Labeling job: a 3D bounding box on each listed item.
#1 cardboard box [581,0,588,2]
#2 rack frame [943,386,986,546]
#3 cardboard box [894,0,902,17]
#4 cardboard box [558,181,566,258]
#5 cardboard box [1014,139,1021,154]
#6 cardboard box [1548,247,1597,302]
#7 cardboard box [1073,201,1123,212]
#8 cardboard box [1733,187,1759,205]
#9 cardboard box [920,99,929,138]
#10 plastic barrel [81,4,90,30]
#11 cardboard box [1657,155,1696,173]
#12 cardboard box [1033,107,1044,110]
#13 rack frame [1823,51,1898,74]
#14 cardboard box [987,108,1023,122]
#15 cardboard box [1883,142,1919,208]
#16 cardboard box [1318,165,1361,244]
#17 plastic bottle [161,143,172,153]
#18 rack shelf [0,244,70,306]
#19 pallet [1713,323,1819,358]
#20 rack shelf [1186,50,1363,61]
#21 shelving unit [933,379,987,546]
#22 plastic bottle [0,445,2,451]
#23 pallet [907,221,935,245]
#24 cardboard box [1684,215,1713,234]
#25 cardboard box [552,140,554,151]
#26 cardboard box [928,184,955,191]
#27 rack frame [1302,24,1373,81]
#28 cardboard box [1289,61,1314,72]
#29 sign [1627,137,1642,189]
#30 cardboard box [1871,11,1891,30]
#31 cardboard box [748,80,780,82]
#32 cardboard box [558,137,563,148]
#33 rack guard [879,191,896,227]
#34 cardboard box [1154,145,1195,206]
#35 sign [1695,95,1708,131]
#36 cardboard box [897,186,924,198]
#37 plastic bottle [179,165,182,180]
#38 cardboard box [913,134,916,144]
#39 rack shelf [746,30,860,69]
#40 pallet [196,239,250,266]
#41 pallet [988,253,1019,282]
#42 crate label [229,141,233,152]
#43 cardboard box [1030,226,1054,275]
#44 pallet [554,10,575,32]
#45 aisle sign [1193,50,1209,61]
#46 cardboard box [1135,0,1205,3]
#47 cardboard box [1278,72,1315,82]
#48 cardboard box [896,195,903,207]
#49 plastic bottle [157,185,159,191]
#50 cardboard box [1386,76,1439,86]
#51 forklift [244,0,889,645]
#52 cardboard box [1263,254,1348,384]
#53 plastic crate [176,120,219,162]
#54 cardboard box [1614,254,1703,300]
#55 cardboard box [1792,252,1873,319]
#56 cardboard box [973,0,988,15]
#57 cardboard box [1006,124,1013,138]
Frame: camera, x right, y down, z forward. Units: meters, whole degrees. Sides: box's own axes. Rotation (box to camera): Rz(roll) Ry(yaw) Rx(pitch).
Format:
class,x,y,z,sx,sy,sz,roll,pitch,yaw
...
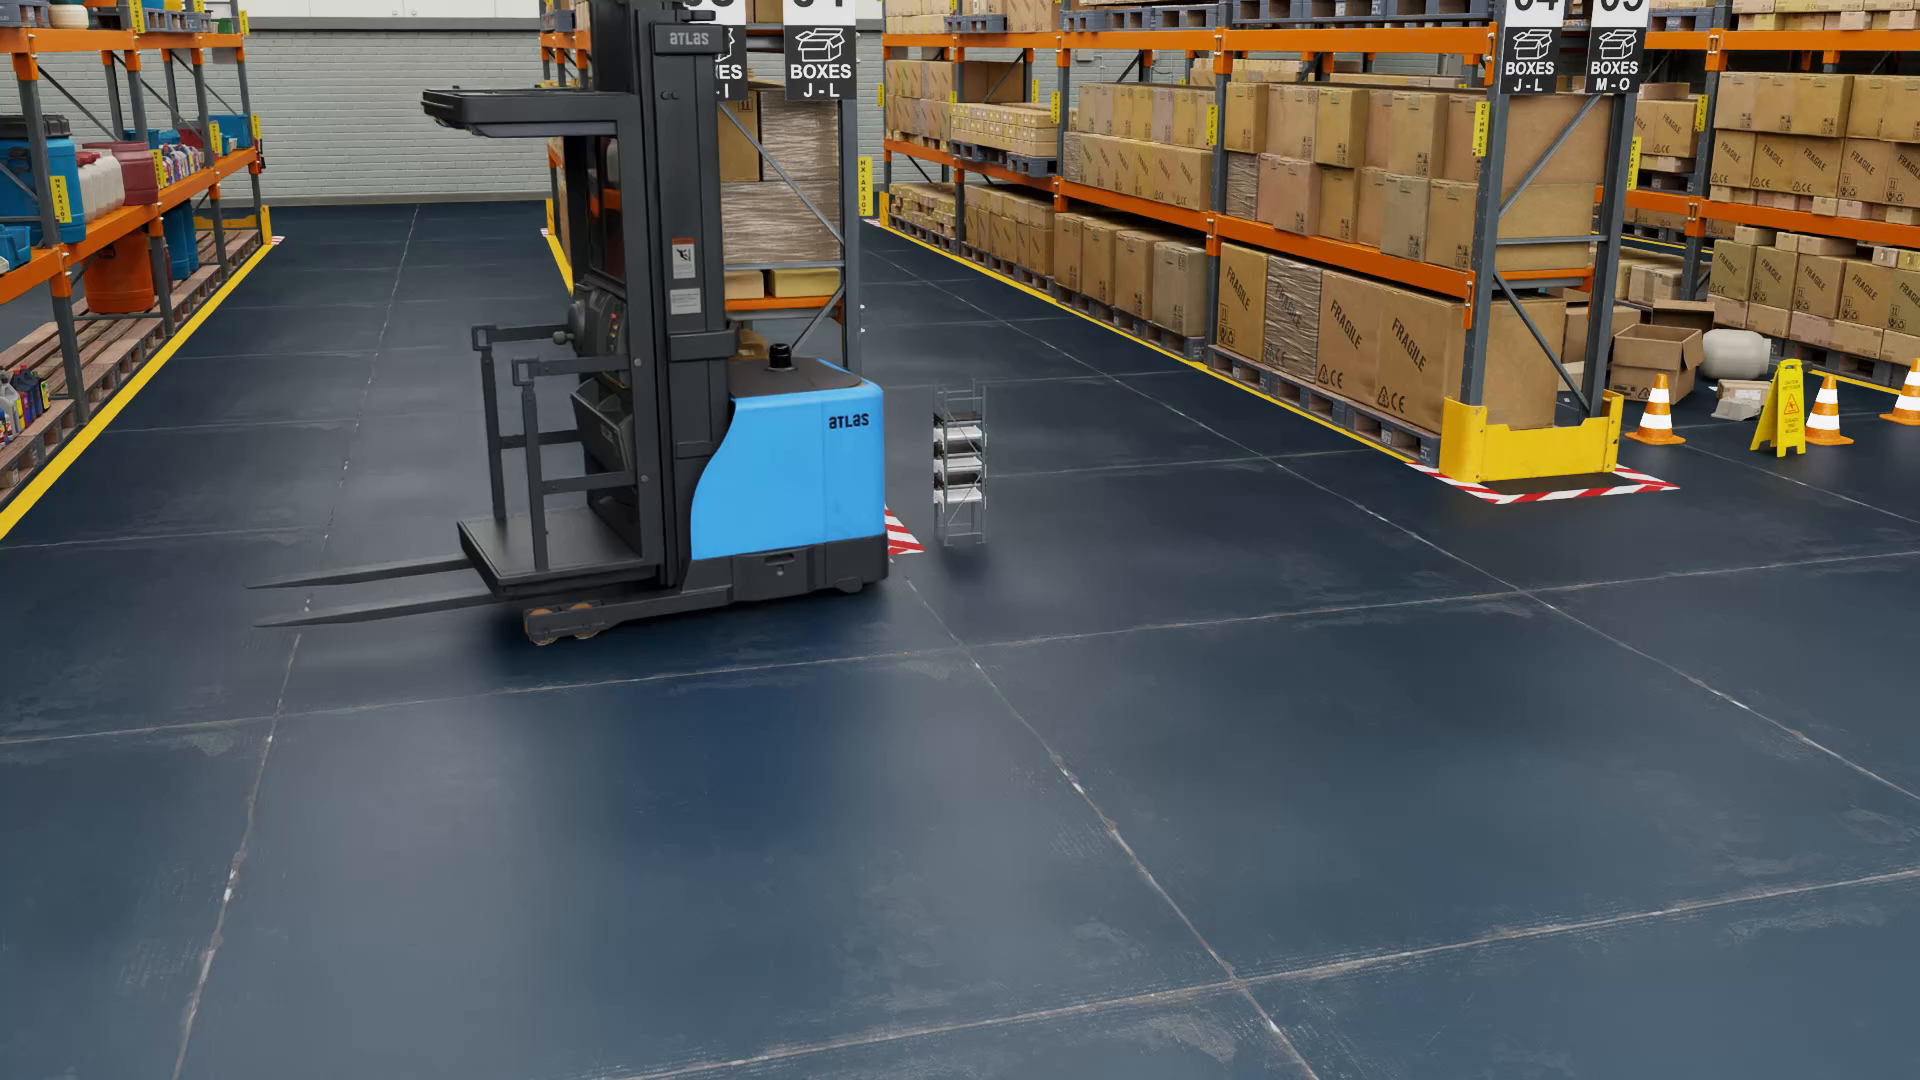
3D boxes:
class,x,y,z,sx,sy,sz,roll,pitch,yaw
cardboard box,-3.100,-5.042,14.765,0.500,0.500,0.500,-5,17,-17
rack frame,0.026,-0.405,9.236,0.240,0.900,0.006,-5,17,-15
cardboard box,-0.649,-7.642,23.857,0.500,0.250,0.500,-5,17,-16
cardboard box,-4.167,-3.862,20.057,1.225,0.875,0.875,-5,17,-15
cardboard box,0.819,-4.432,18.700,0.380,0.149,0.250,-4,17,-14
cardboard box,5.662,-2.441,15.392,0.500,0.500,0.500,-5,17,-15
cardboard box,1.578,-3.684,18.815,0.500,0.250,0.500,-6,18,-18
cardboard box,7.263,-3.126,15.080,0.380,0.149,0.250,-4,17,-14
cardboard box,-0.246,-5.801,22.859,0.500,0.500,0.500,-5,17,-16
plastic barrel,-7.908,-4.654,14.786,0.294,0.245,0.294,0,17,0
cardboard box,6.959,-3.626,16.014,0.380,0.149,0.250,-4,17,-14
cardboard box,1.091,-5.127,19.980,0.380,0.149,0.250,-6,18,-18
rack frame,11.038,-4.924,20.631,1.000,3.000,0.127,-5,17,-15
cardboard box,0.535,-5.006,19.577,0.380,0.149,0.250,-4,17,-14
cardboard box,7.783,-2.914,13.248,0.500,0.500,0.500,-5,17,-16
cardboard box,3.197,-2.528,12.393,0.875,0.550,0.500,-5,17,-15
plastic bottle,-8.644,-4.148,18.131,0.144,0.351,0.185,-5,17,-15
rack shelf,-6.376,-1.351,9.987,1.077,0.370,4.000,-5,17,-15
pallet,7.584,-1.906,15.430,1.003,0.211,1.213,-5,17,-15
rack shelf,4.617,-7.282,24.518,1.077,0.370,4.000,-5,17,-15
shelving unit,-0.002,-0.433,9.330,0.258,0.900,0.210,-5,17,-15
plastic bottle,-6.146,-0.695,10.531,0.097,0.271,0.097,0,17,0
pallet,-0.122,-4.403,23.744,1.003,0.211,1.213,-5,17,-15
cardboard box,10.280,-4.454,22.681,0.500,0.500,0.500,-5,18,-17
cardboard box,-5.257,-5.290,22.286,0.380,0.149,0.250,-5,17,-17
cardboard box,-0.261,-5.244,24.889,0.380,0.149,0.250,-4,17,-14
rack frame,5.167,-5.637,23.004,1.000,3.000,0.127,-5,17,-15
cardboard box,4.776,-6.535,22.953,0.380,0.149,0.250,-5,17,-16
sign,4.268,-2.393,10.563,0.100,0.325,0.005,-5,17,-15
cardboard box,7.639,-4.208,13.468,0.380,0.149,0.250,-5,17,-15
cardboard box,-1.500,-2.931,11.566,0.500,0.500,0.500,-5,17,-15
cardboard box,-4.735,-5.026,20.712,0.500,0.250,0.500,-5,17,-16
rack guard,-0.643,-5.106,25.582,1.175,0.500,0.348,-5,17,-15
cardboard box,2.094,-3.316,15.103,0.500,0.500,0.500,-5,17,-16
sign,6.833,-3.934,15.322,0.100,0.325,0.005,-5,17,-15
cardboard box,-0.709,-5.127,24.496,0.380,0.149,0.250,-5,17,-15
plastic bottle,-8.307,-3.912,17.605,0.097,0.201,0.097,0,17,0
cardboard box,-0.463,-5.734,23.765,0.380,0.149,0.250,-5,17,-16
rack shelf,-1.613,-3.180,10.860,1.077,0.370,4.000,-5,17,-15
pallet,-9.702,-3.665,21.286,1.003,0.211,1.213,-5,17,-15
pallet,0.989,-3.329,20.168,1.003,0.211,1.213,-5,17,-15
crate label,-9.659,-5.103,21.581,0.396,0.136,0.243,-5,17,-15
cardboard box,1.102,-3.277,18.762,0.500,0.500,0.500,-5,17,-16
pallet,-3.490,-5.267,16.887,1.213,0.211,1.003,-4,17,-13
aisle sign,3.769,-7.986,26.304,0.394,0.787,0.004,-5,17,-15
cardboard box,1.940,-5.115,15.304,0.500,0.311,0.500,-5,18,-17
cardboard box,4.772,-6.273,23.208,0.500,0.500,0.500,-5,17,-16
cardboard box,-0.746,-5.057,24.782,0.380,0.149,0.250,-5,17,-16
plastic bottle,-7.879,-3.539,16.224,0.061,0.283,0.133,-5,17,-15
cardboard box,5.593,-5.459,20.499,0.500,0.500,0.500,-5,17,-15
forklift,-1.926,-1.083,7.964,3.031,2.935,1.130,-8,18,-25
cardboard box,2.991,-1.760,13.060,0.875,0.875,0.875,-5,17,-15
plastic crate,-9.128,-4.788,19.963,0.402,0.464,0.583,-5,17,-15
cardboard box,7.018,-2.710,17.099,0.950,0.372,0.625,-4,17,-12
cardboard box,7.567,-2.192,14.283,0.500,0.500,0.500,-4,17,-12
cardboard box,0.475,-6.553,20.264,0.500,0.311,0.500,-5,17,-16
cardboard box,0.743,-4.651,18.911,0.380,0.149,0.250,-5,17,-15
